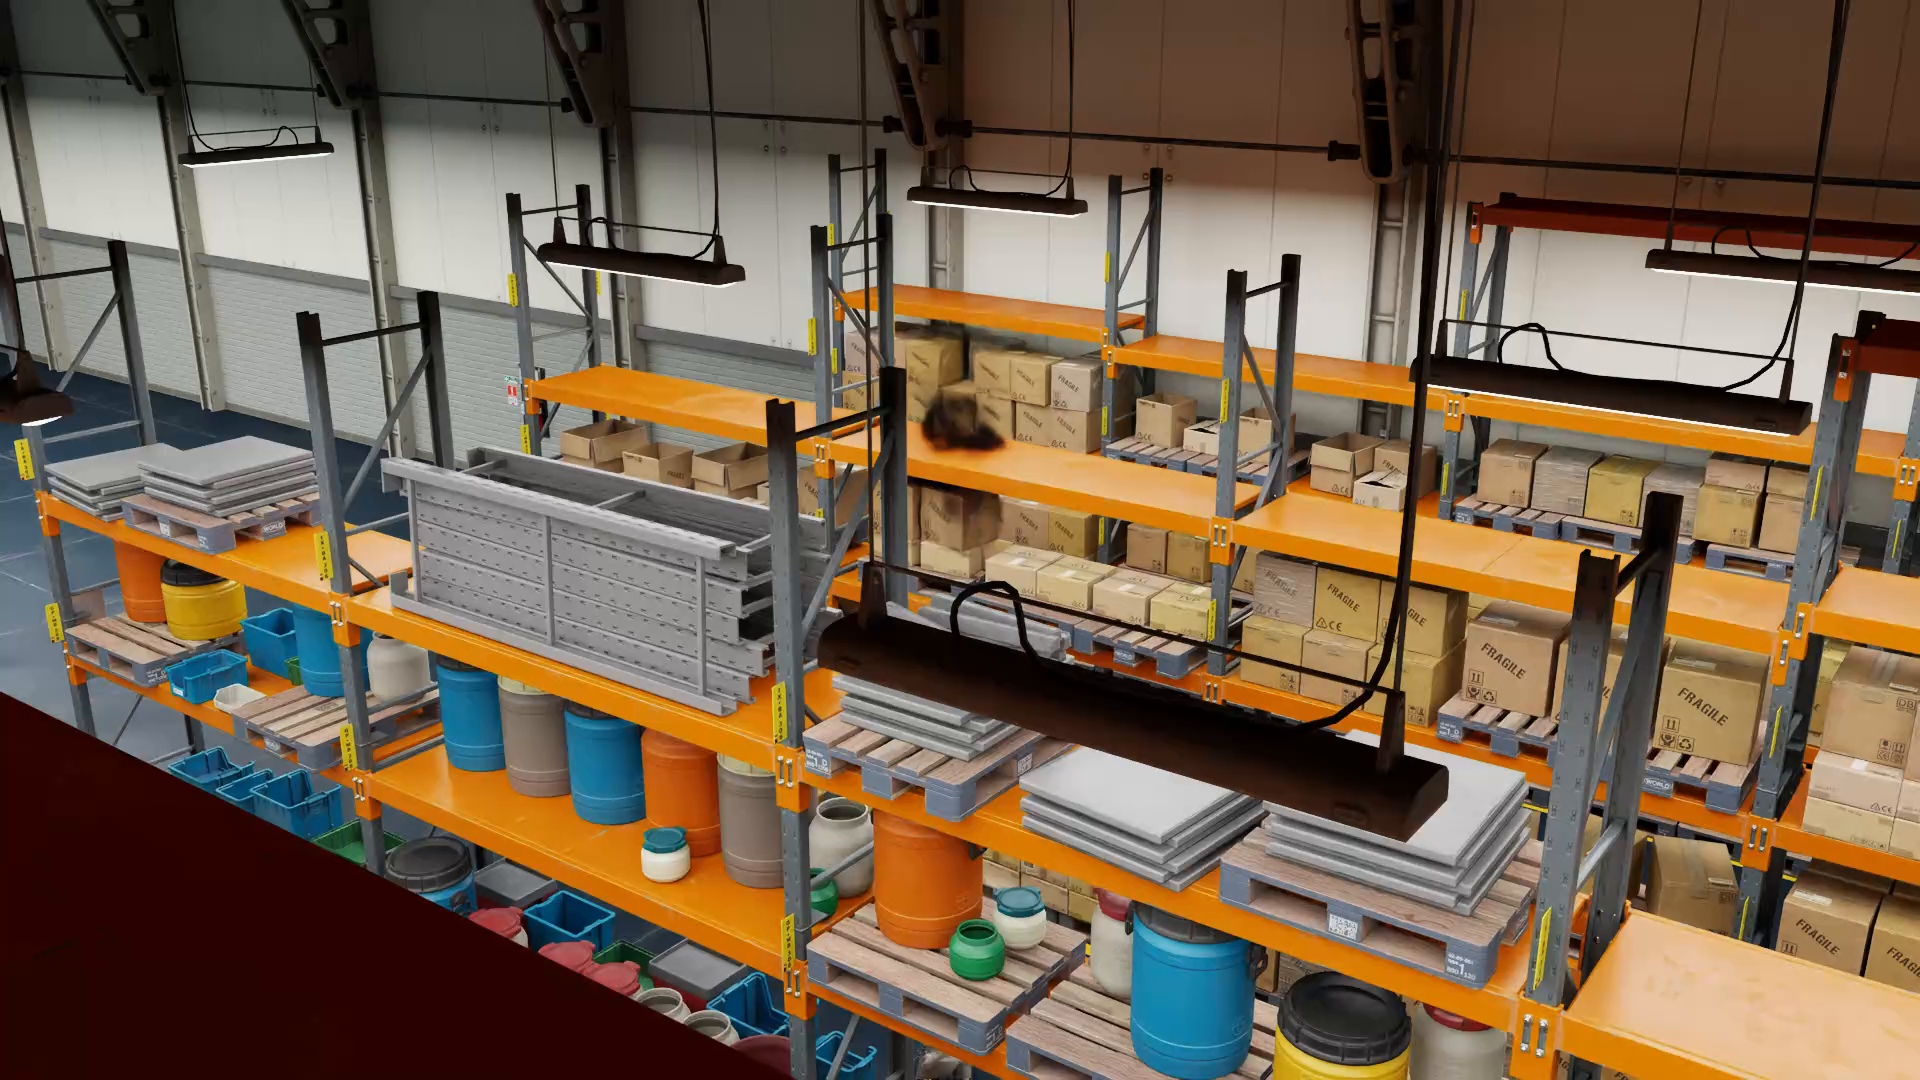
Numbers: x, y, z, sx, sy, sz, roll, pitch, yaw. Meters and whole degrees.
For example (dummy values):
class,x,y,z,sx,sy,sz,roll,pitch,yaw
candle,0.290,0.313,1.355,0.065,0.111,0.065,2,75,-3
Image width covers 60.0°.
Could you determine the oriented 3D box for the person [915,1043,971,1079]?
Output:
class,x,y,z,sx,sy,sz,roll,pitch,yaw
person,-0.086,3.595,11.629,0.924,1.696,0.604,13,22,33
